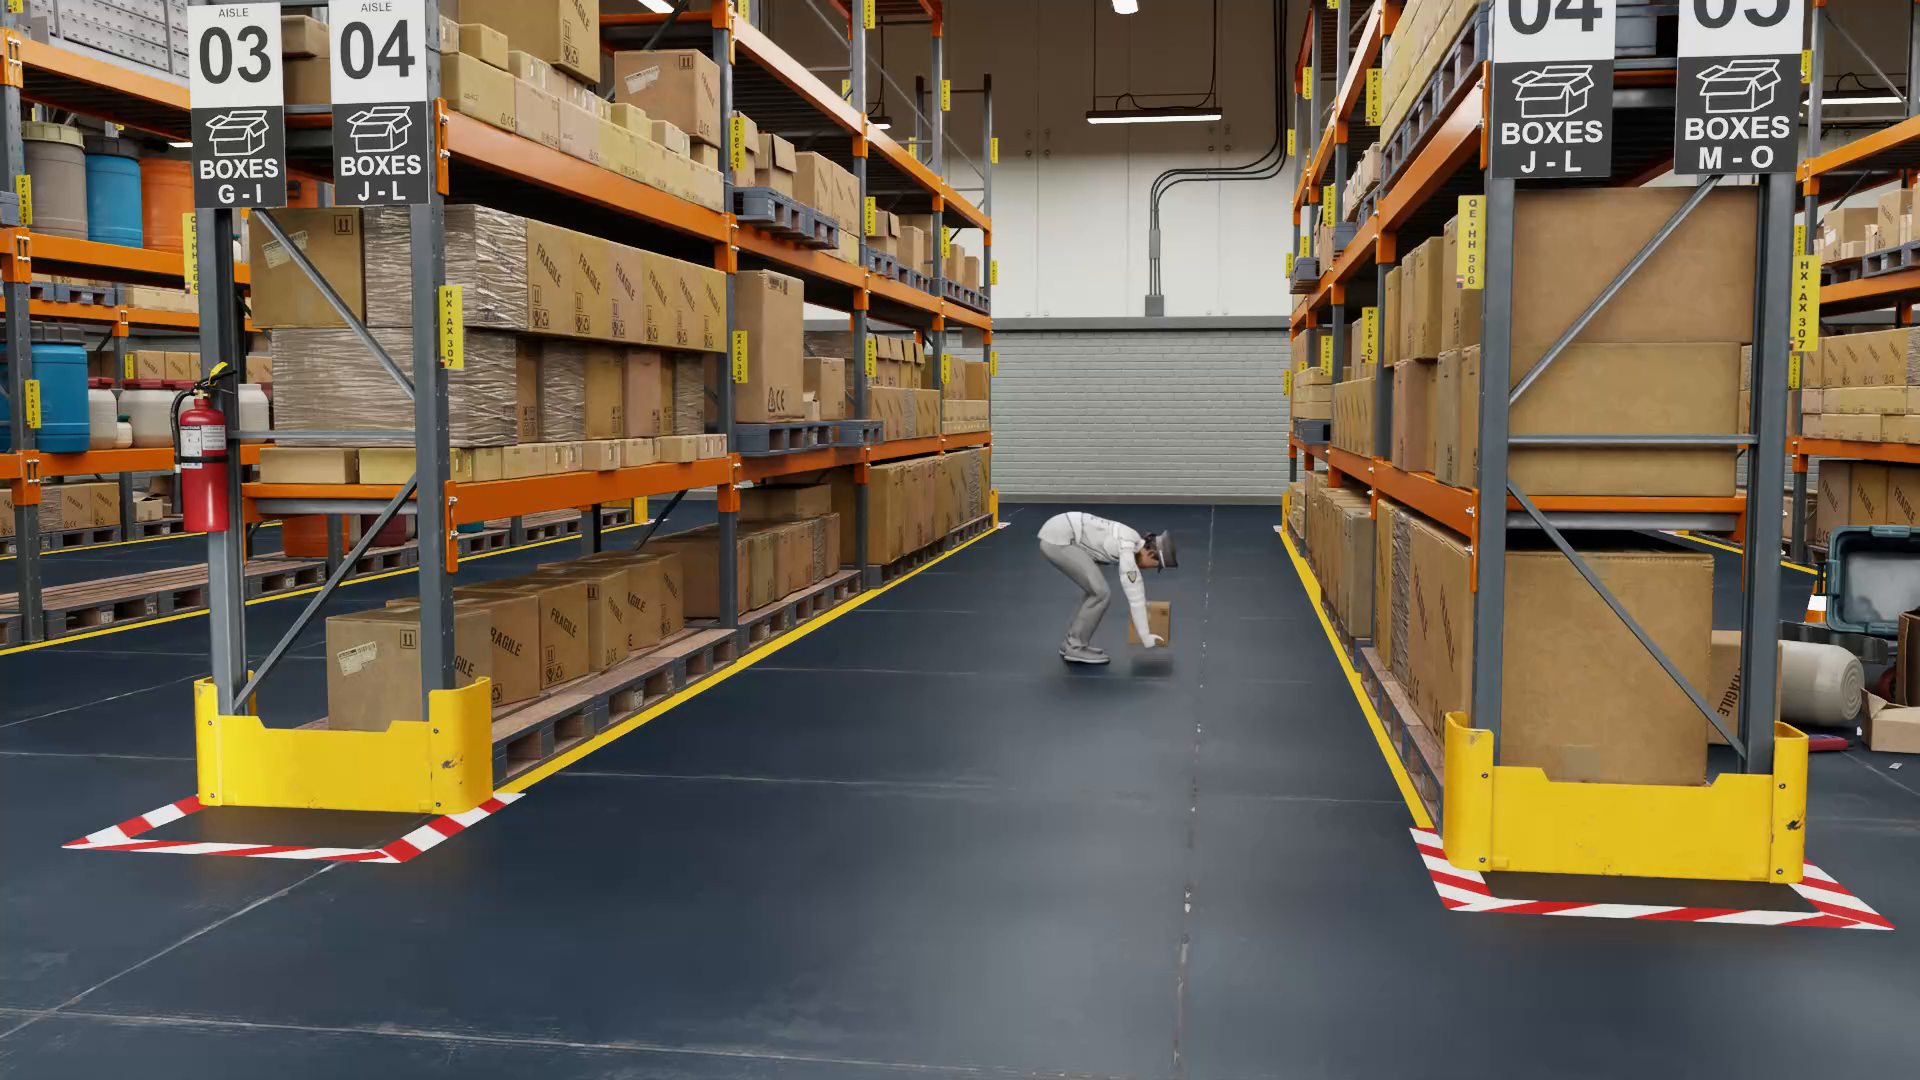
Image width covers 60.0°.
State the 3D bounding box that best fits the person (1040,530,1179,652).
[{"bbox_3d":[0.950,0.292,10.607,0.880,0.829,0.441,0,5,6],"label":"person"}]
